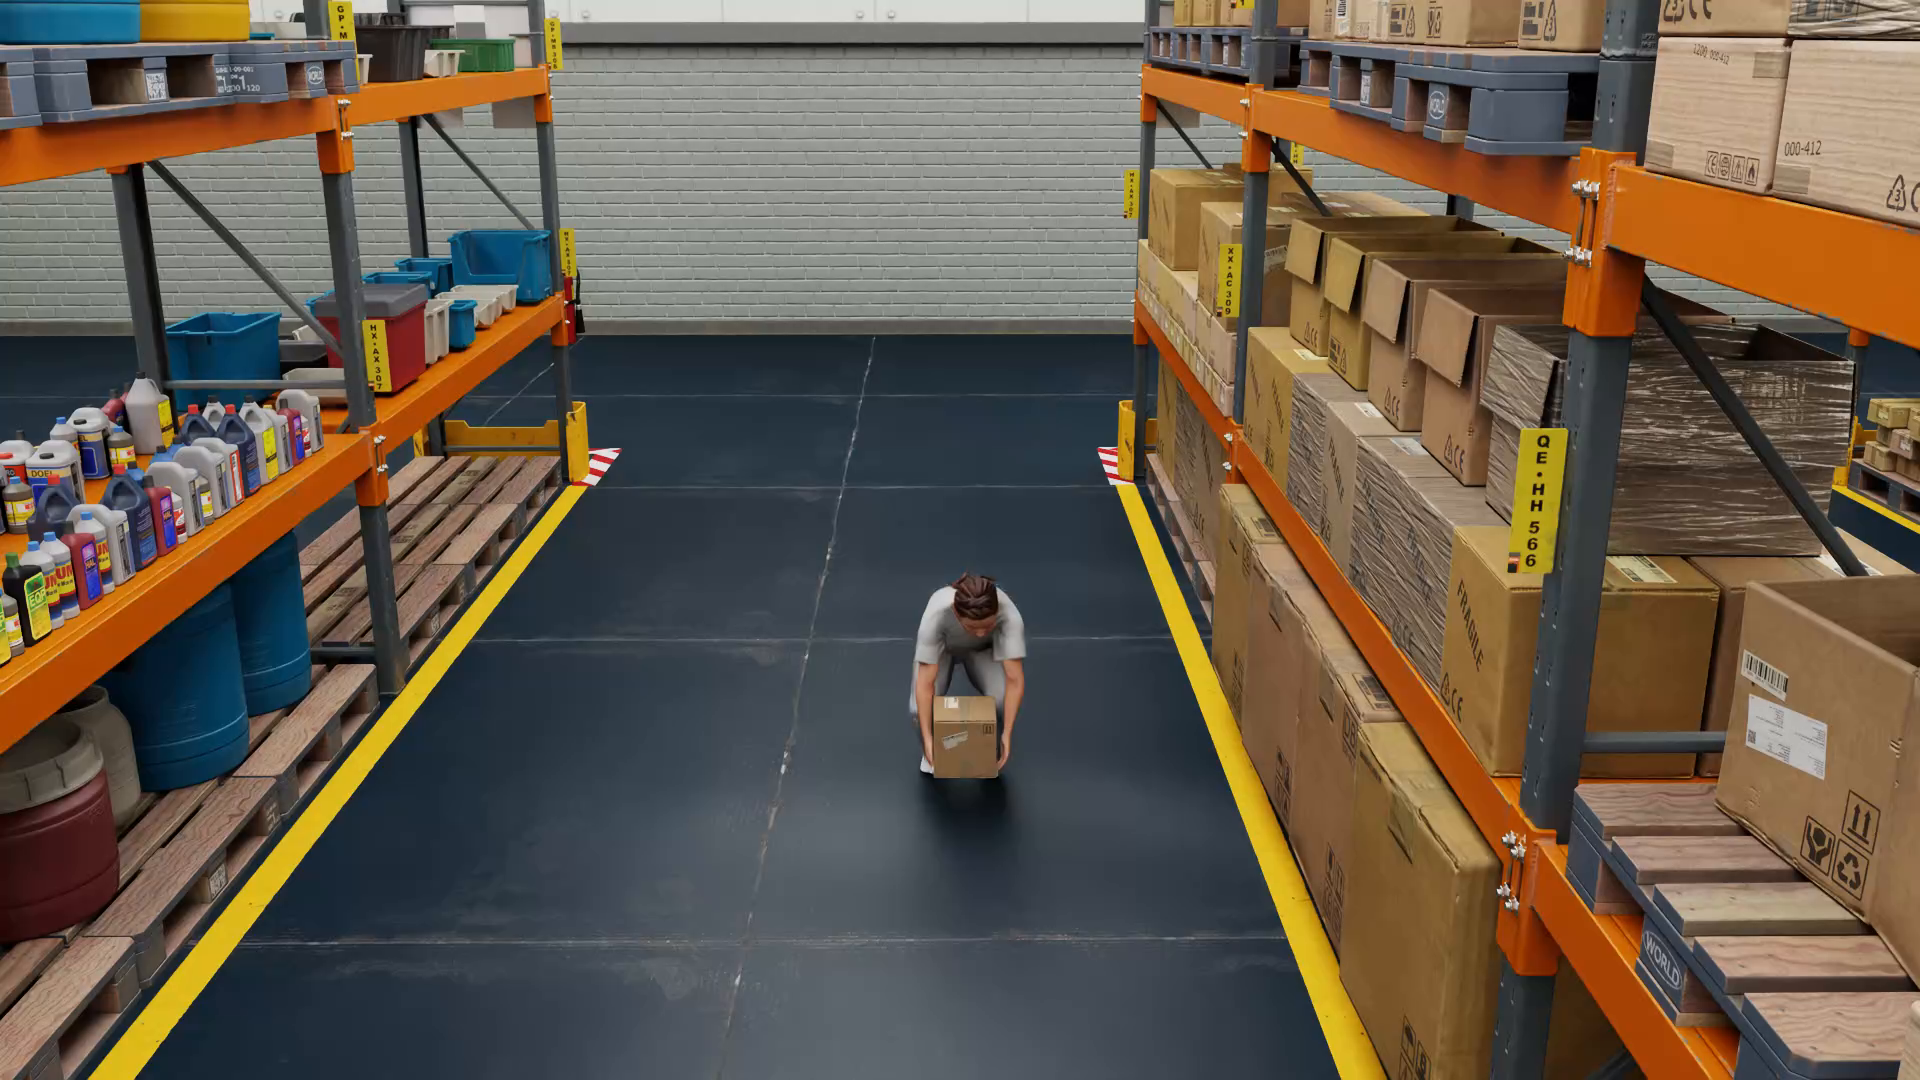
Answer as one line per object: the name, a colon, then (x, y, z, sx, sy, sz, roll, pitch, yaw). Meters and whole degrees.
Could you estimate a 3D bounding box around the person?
person: (0.029, 0.538, 6.996, 0.488, 0.978, 0.785, 0, 17, -1)
